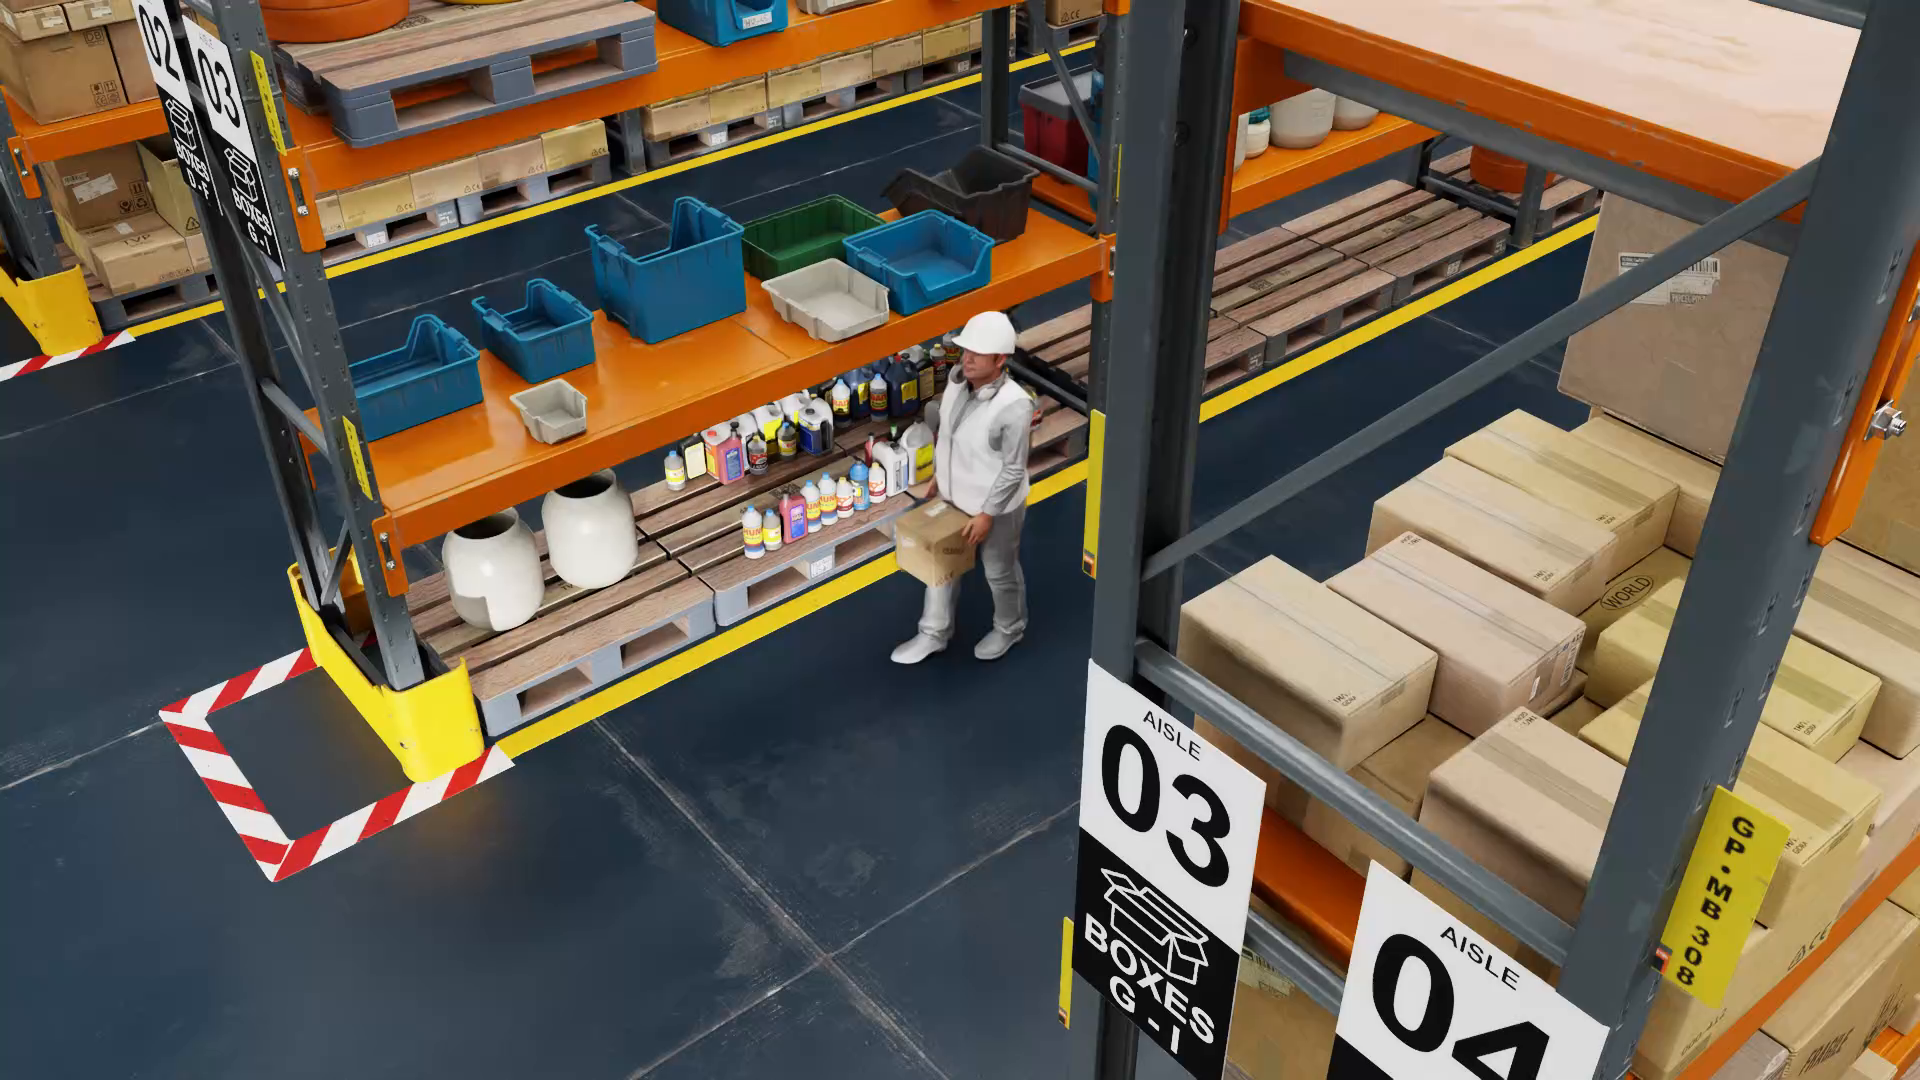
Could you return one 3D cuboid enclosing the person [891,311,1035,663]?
[{"bbox_3d":[0.032,-0.184,7.292,0.646,1.767,0.503,-26,43,-32],"label":"person"}]
